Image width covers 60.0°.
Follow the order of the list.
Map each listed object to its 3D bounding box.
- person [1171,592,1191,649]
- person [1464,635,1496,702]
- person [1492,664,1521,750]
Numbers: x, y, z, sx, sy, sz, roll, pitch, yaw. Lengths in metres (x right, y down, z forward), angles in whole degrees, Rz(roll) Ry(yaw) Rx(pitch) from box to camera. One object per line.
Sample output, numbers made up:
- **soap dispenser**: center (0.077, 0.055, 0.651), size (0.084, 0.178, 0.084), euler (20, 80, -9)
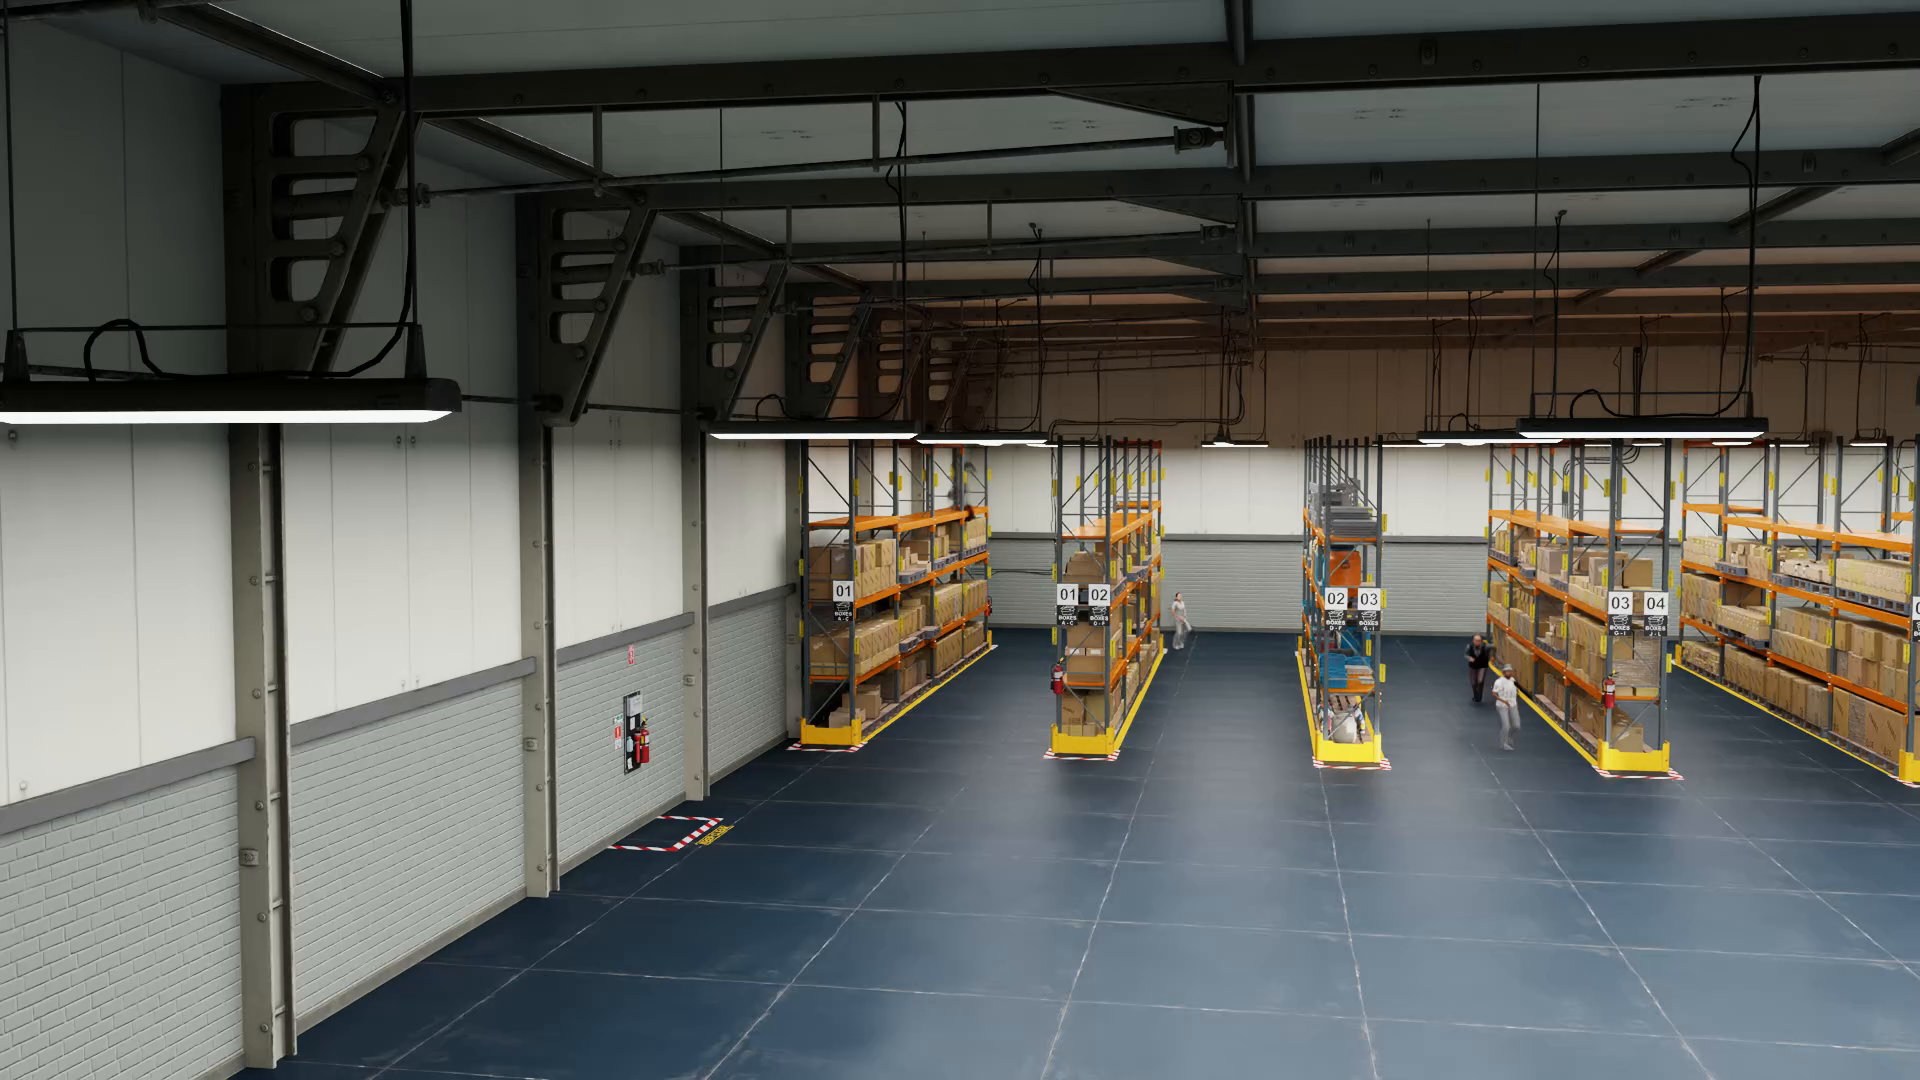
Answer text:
- **person**: center (6.341, 2.318, 47.798), size (0.582, 1.633, 0.596), euler (-2, 4, -36)
- **person**: center (11.732, 2.902, 37.525), size (0.690, 1.553, 0.927), euler (1, 3, 21)
- **person**: center (10.452, 3.184, 31.734), size (0.591, 1.660, 0.532), euler (-1, 3, -14)
